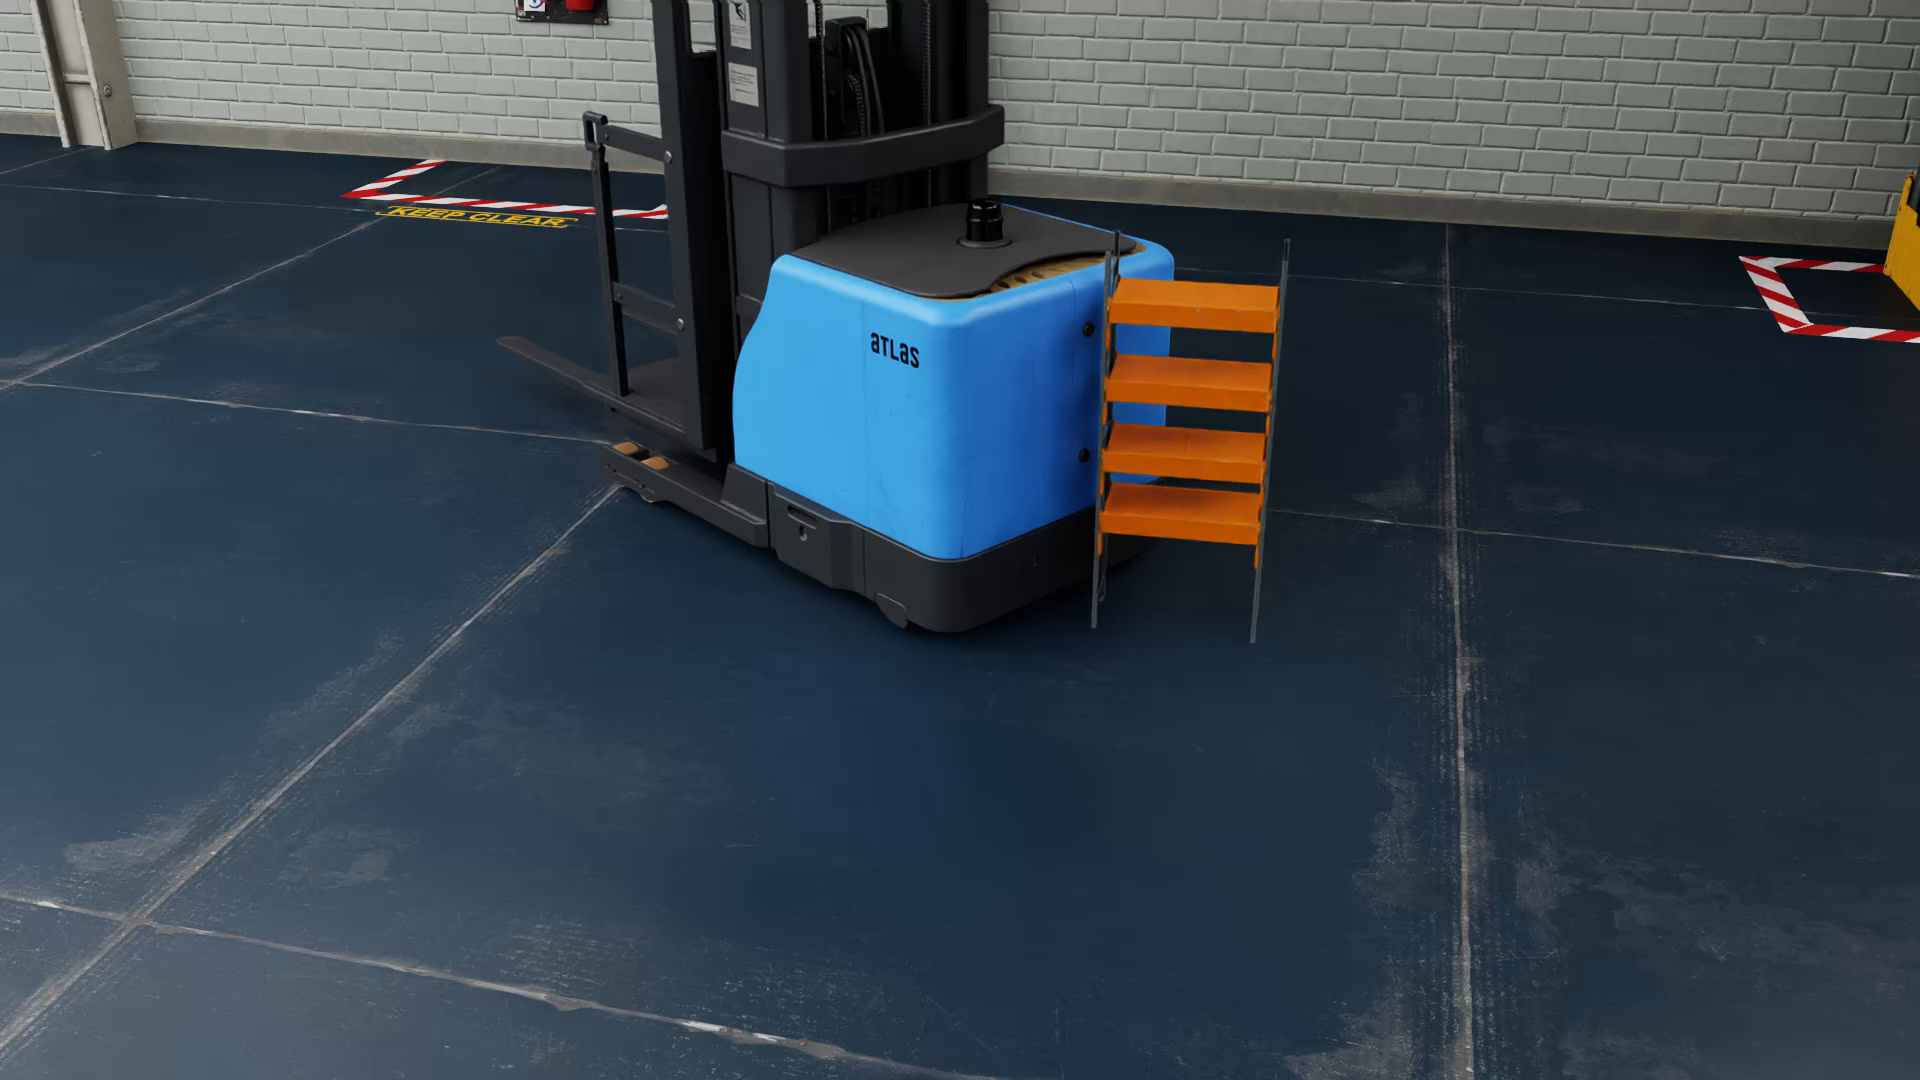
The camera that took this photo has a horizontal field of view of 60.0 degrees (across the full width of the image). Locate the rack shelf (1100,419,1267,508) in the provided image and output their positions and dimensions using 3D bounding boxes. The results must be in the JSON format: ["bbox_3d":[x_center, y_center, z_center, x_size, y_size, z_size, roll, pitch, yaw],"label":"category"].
[{"bbox_3d":[0.678,-0.233,5.001,0.480,0.148,0.258,5,26,10],"label":"rack shelf"}]

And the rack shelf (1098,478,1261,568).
[{"bbox_3d":[0.678,-0.054,5.086,0.480,0.148,0.258,5,26,10],"label":"rack shelf"}]

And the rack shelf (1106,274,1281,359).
[{"bbox_3d":[0.678,-0.649,4.803,0.480,0.148,0.258,5,26,10],"label":"rack shelf"}]

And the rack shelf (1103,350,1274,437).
[{"bbox_3d":[0.678,-0.435,4.905,0.480,0.148,0.258,5,26,10],"label":"rack shelf"}]

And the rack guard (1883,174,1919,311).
[{"bbox_3d":[4.863,-1.392,8.092,0.348,0.500,1.175,6,26,13],"label":"rack guard"}]

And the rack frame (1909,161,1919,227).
[{"bbox_3d":[4.790,-2.528,7.571,0.127,3.000,1.000,6,26,13],"label":"rack frame"}]

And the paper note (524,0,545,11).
[{"bbox_3d":[-2.666,-3.386,10.398,0.142,0.148,0.016,6,26,13],"label":"paper note"}]

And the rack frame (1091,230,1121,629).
[{"bbox_3d":[0.439,-0.315,5.016,0.015,1.200,0.240,5,26,10],"label":"rack frame"}]

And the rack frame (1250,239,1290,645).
[{"bbox_3d":[0.917,-0.273,4.928,0.015,1.200,0.240,5,26,10],"label":"rack frame"}]

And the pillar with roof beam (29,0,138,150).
[{"bbox_3d":[-7.011,-5.015,5.815,0.400,9.000,9.100,6,26,13],"label":"pillar with roof beam"}]

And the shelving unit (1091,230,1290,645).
[{"bbox_3d":[0.678,-0.294,4.972,0.503,1.200,0.258,5,26,10],"label":"shelving unit"}]

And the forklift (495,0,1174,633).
[{"bbox_3d":[-0.686,-1.590,5.680,1.130,2.935,3.031,-22,33,-38],"label":"forklift"}]

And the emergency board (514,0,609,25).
[{"bbox_3d":[-2.512,-3.736,10.109,0.643,1.169,0.194,6,26,13],"label":"emergency board"}]
